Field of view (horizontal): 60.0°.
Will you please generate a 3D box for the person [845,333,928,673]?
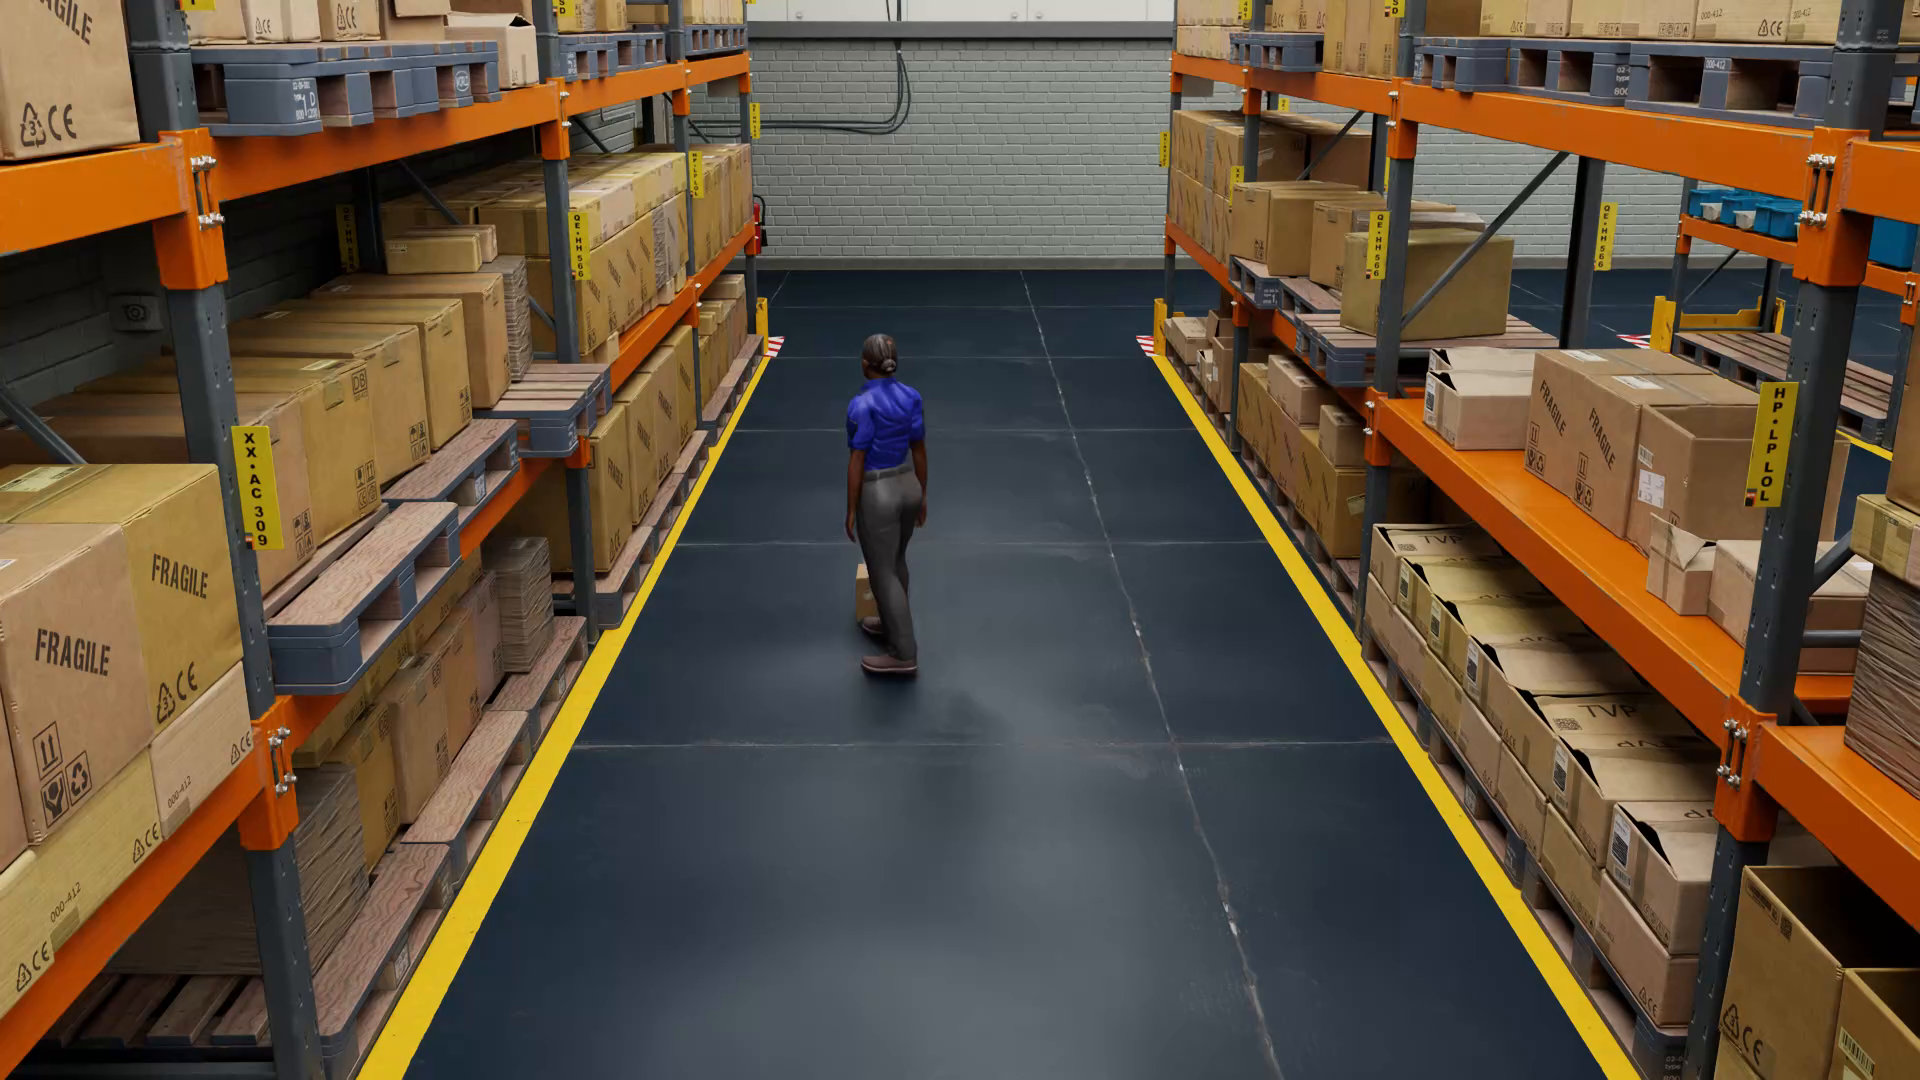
[{"bbox_3d":[-0.397,-0.200,8.179,0.647,1.631,0.529,15,23,39],"label":"person"}]
